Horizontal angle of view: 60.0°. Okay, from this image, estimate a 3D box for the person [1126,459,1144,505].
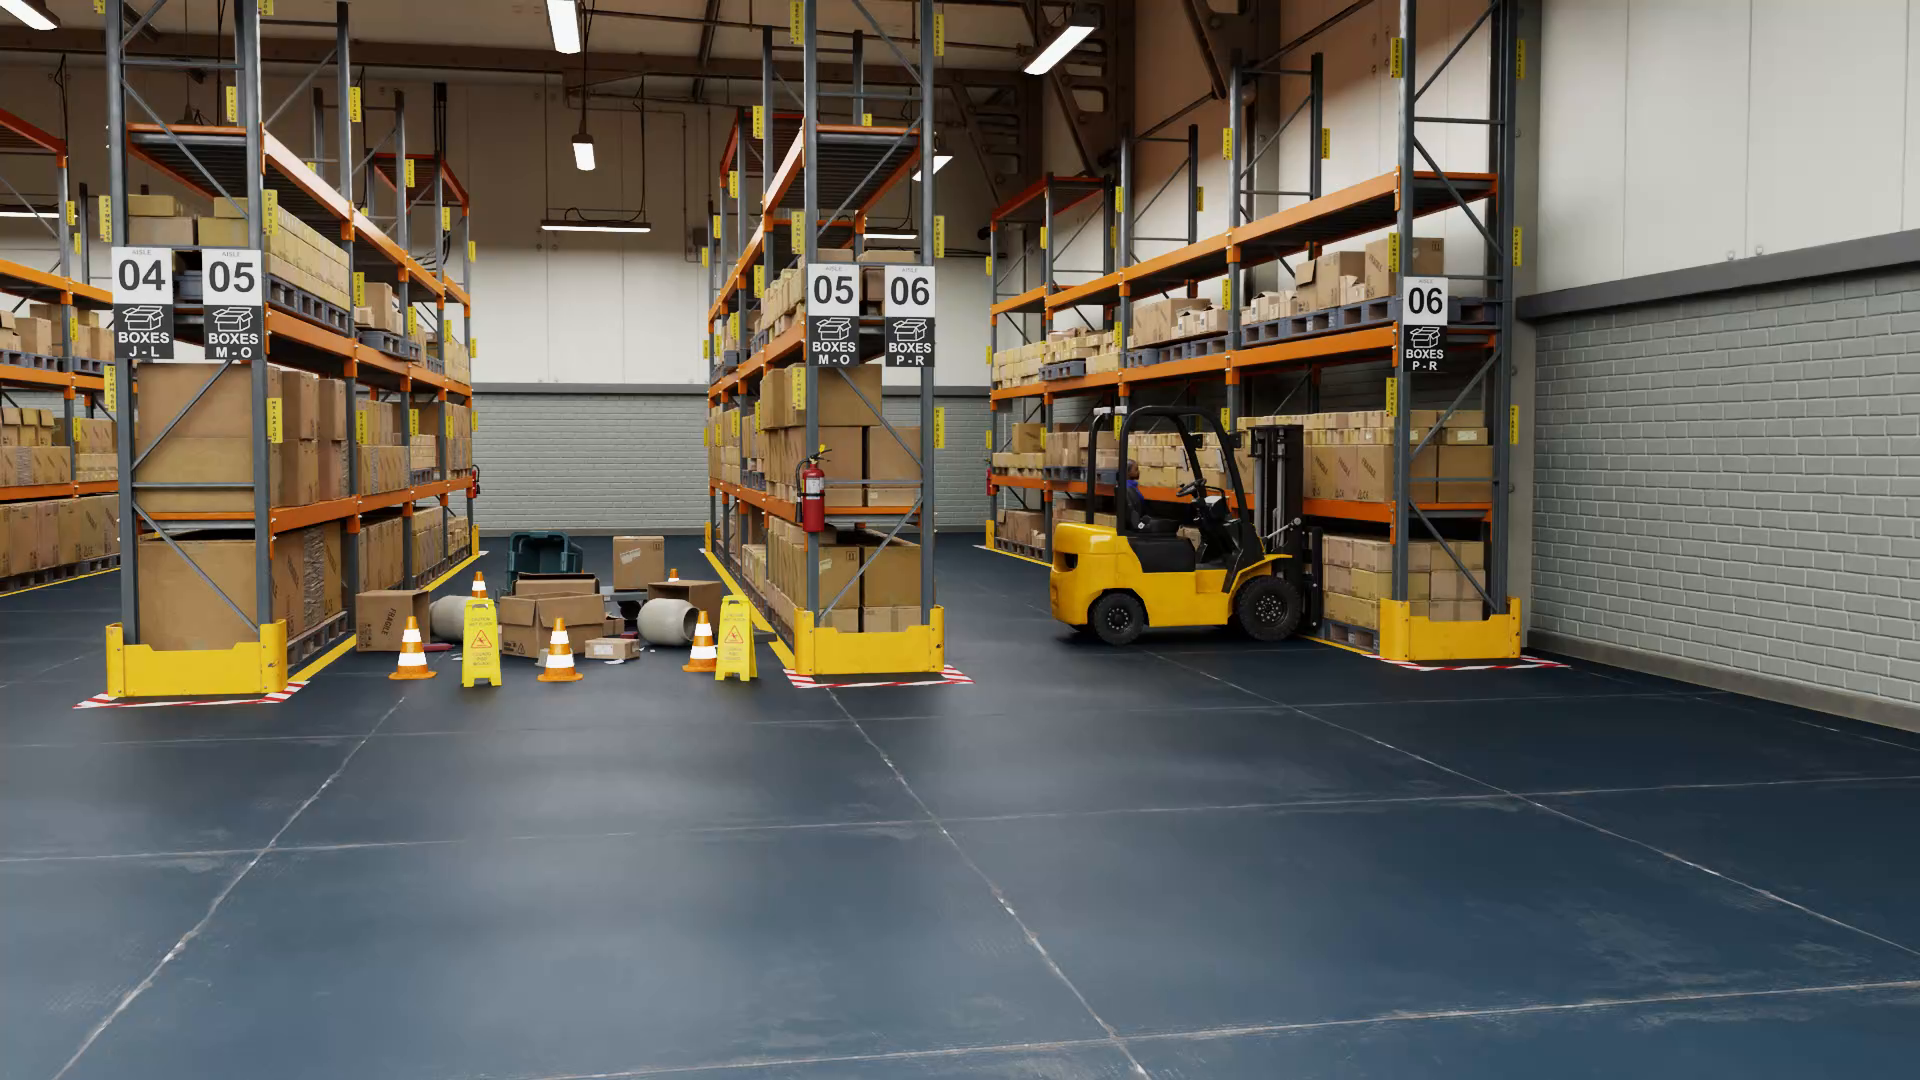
[{"bbox_3d":[1.889,-0.060,18.261,0.323,1.663,0.446,0,3,8],"label":"person"}]
